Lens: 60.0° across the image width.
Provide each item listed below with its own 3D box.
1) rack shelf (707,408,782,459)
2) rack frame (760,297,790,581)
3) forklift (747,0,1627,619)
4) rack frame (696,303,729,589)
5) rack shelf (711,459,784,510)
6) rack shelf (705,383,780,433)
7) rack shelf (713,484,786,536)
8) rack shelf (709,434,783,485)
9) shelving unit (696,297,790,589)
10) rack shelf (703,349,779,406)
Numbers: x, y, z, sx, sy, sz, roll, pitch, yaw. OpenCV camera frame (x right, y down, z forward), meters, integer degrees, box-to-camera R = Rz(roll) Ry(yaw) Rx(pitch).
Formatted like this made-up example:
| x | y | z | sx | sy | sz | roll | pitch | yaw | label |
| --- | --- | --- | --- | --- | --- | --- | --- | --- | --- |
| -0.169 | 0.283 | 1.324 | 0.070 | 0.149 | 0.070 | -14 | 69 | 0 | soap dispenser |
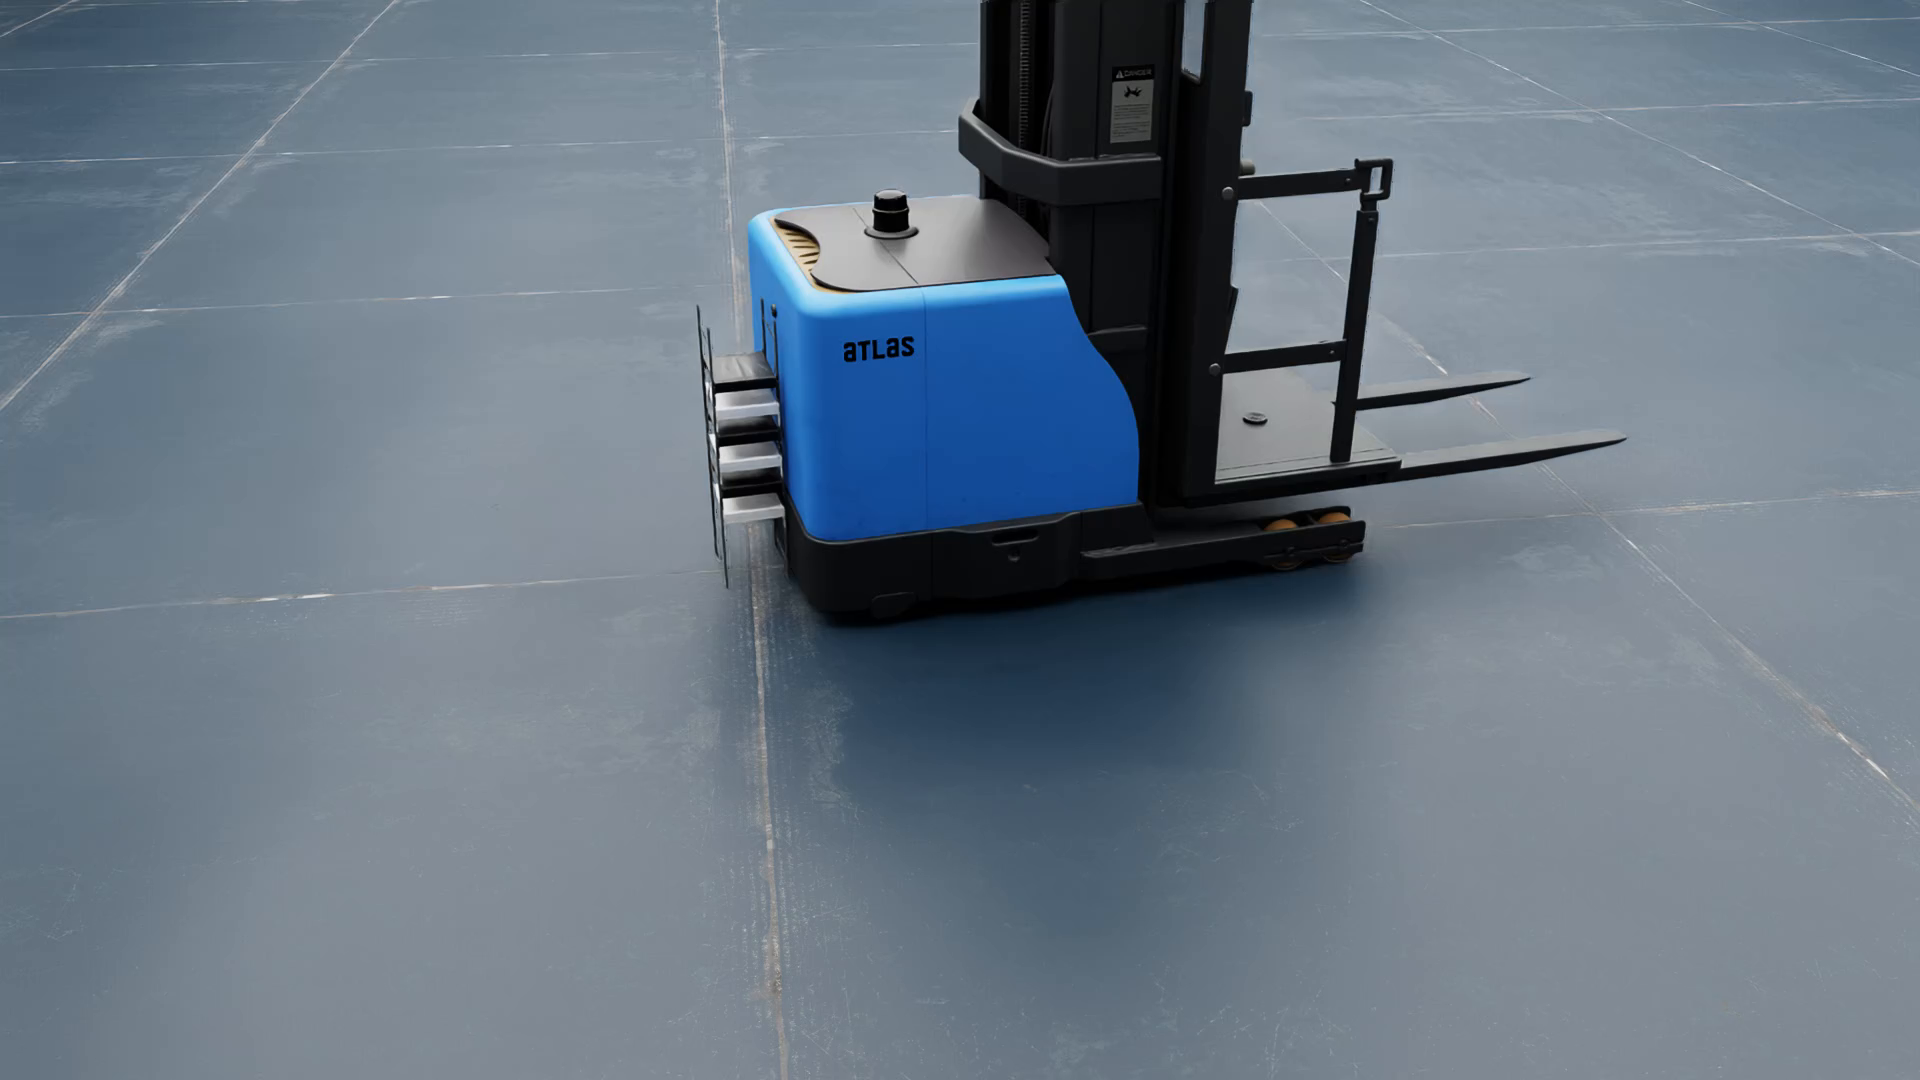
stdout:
| x | y | z | sx | sy | sz | roll | pitch | yaw | label |
| --- | --- | --- | --- | --- | --- | --- | --- | --- | --- |
| -0.695 | -0.355 | 5.332 | 0.200 | 0.077 | 0.258 | -8 | 28 | -14 | rack shelf |
| -0.598 | -0.318 | 5.384 | 0.006 | 0.900 | 0.240 | -8 | 28 | -14 | rack frame |
| 0.856 | -1.427 | 5.320 | 3.031 | 2.935 | 1.130 | -8 | 28 | -14 | forklift |
| -0.793 | -0.292 | 5.333 | 0.006 | 0.900 | 0.240 | -8 | 28 | -14 | rack frame |
| -0.695 | -0.195 | 5.415 | 0.200 | 0.077 | 0.258 | -8 | 28 | -14 | rack shelf |
| -0.695 | -0.435 | 5.291 | 0.200 | 0.077 | 0.258 | -8 | 28 | -14 | rack shelf |
| -0.695 | -0.115 | 5.456 | 0.200 | 0.077 | 0.258 | -8 | 28 | -14 | rack shelf |
| -0.695 | -0.275 | 5.373 | 0.200 | 0.077 | 0.258 | -8 | 28 | -14 | rack shelf |
| -0.695 | -0.305 | 5.358 | 0.210 | 0.900 | 0.258 | -8 | 28 | -14 | shelving unit |
| -0.695 | -0.515 | 5.250 | 0.200 | 0.077 | 0.258 | -8 | 28 | -14 | rack shelf |
